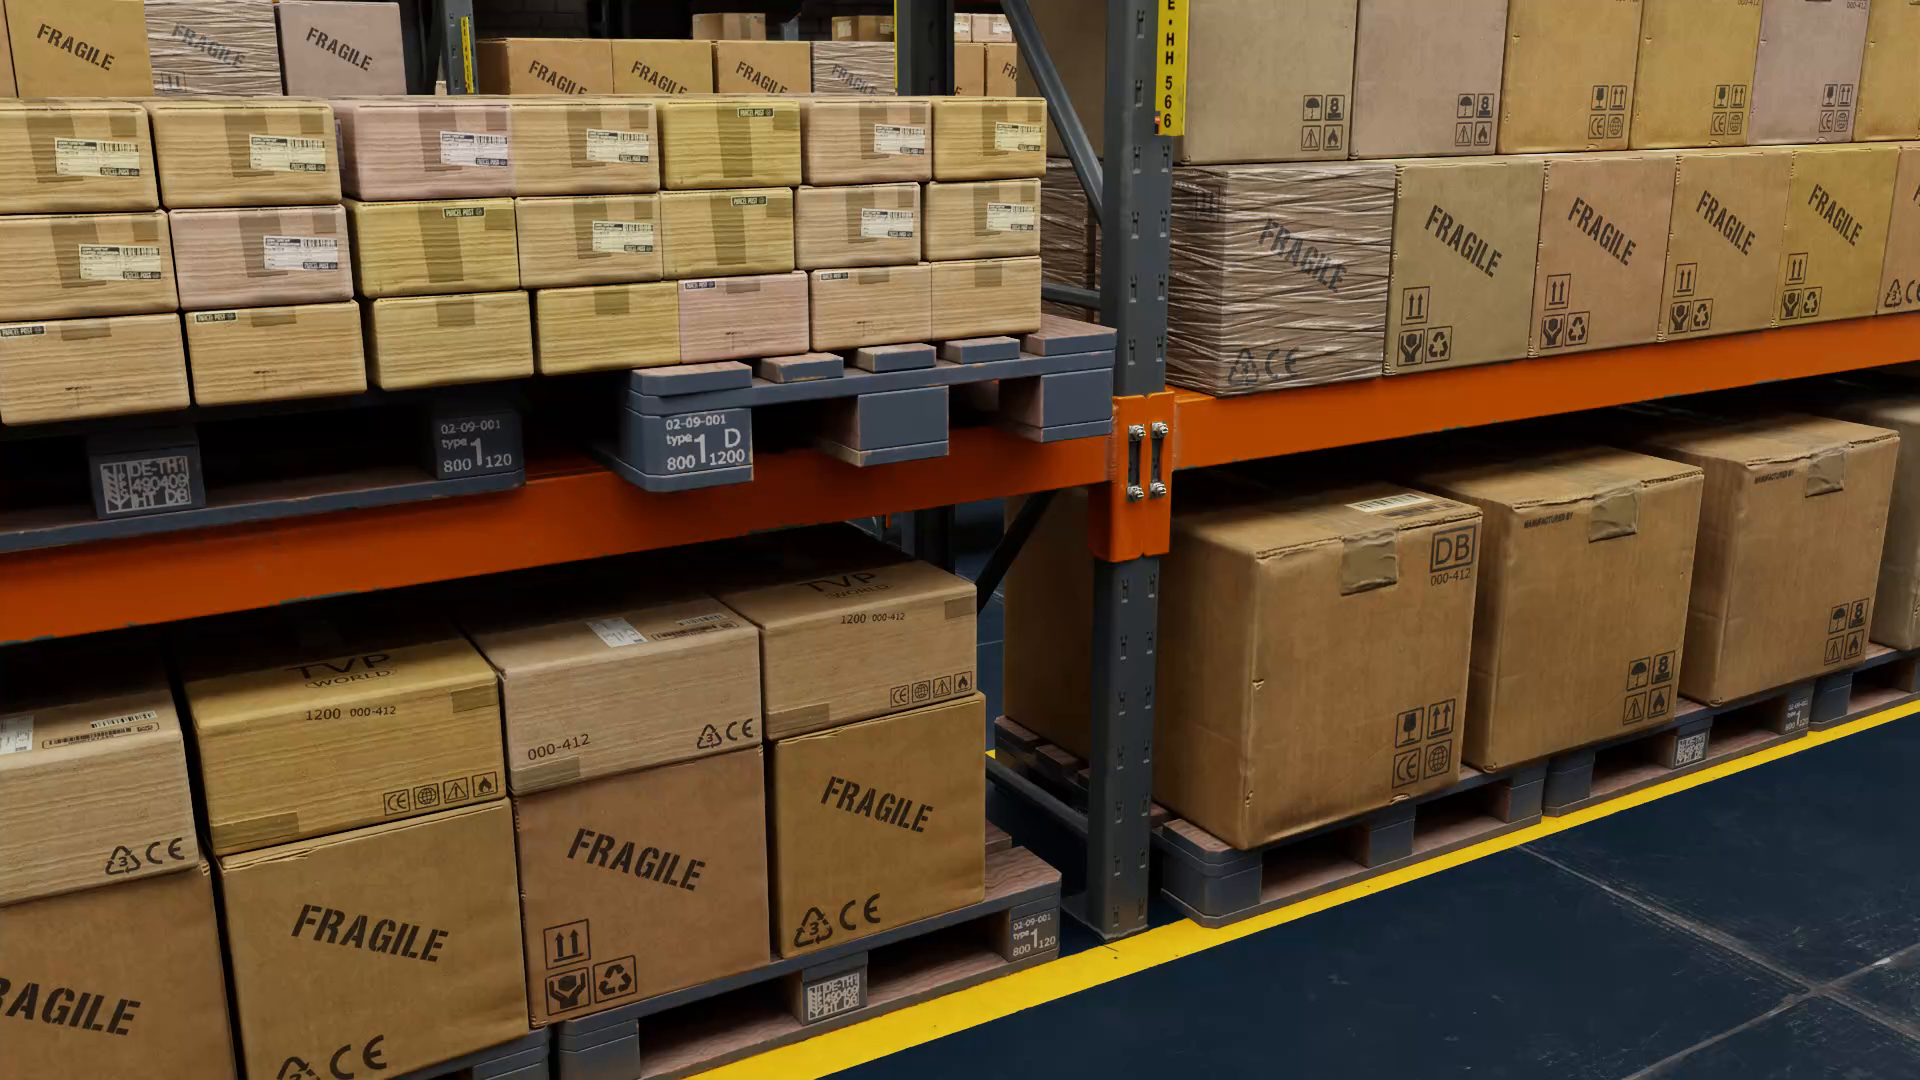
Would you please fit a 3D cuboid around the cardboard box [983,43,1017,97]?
[{"bbox_3d":[0.236,-2.497,9.247,0.500,0.500,0.500,-9,18,-29],"label":"cardboard box"}]

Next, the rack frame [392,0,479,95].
[{"bbox_3d":[-2.490,-1.734,8.040,0.127,3.000,1.000,-9,18,-30],"label":"rack frame"}]

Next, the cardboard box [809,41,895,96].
[{"bbox_3d":[-0.658,-2.354,8.736,0.500,0.500,0.500,-10,19,-32],"label":"cardboard box"}]

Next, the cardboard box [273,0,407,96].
[{"bbox_3d":[-2.799,-2.132,7.419,0.500,0.500,0.500,-10,18,-31],"label":"cardboard box"}]

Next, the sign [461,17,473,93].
[{"bbox_3d":[-2.202,-2.164,7.427,0.005,0.325,0.100,-9,18,-30],"label":"sign"}]

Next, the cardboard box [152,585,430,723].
[{"bbox_3d":[-1.436,0.213,3.555,0.500,0.250,0.500,-9,18,-29],"label":"cardboard box"}]

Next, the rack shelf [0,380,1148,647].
[{"bbox_3d":[-1.569,0.021,3.109,4.000,0.370,1.077,-9,18,-30],"label":"rack shelf"}]

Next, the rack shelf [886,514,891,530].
[{"bbox_3d":[-0.006,-0.305,7.321,1.000,0.278,0.538,-9,18,-30],"label":"rack shelf"}]

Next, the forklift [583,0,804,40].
[{"bbox_3d":[-1.662,-2.587,11.207,3.031,2.935,1.130,-9,18,-30],"label":"forklift"}]

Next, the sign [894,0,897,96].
[{"bbox_3d":[-0.143,-1.289,4.304,0.005,0.325,0.100,-9,18,-30],"label":"sign"}]

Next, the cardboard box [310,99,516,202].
[{"bbox_3d":[-0.916,-0.656,2.777,0.250,0.149,0.380,-9,18,-30],"label":"cardboard box"}]

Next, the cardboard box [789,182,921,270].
[{"bbox_3d":[-0.271,-0.616,3.187,0.250,0.149,0.380,-8,18,-28],"label":"cardboard box"}]

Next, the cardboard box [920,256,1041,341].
[{"bbox_3d":[-0.041,-0.509,3.357,0.250,0.149,0.380,-9,18,-29],"label":"cardboard box"}]

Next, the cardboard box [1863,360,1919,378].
[{"bbox_3d":[4.149,-0.410,6.472,0.875,0.875,0.875,-9,18,-29],"label":"cardboard box"}]

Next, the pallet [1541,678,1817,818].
[{"bbox_3d":[1.905,0.479,5.310,1.213,0.211,1.003,-9,18,-30],"label":"pallet"}]

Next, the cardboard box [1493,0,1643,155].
[{"bbox_3d":[1.407,-1.335,4.578,0.500,0.500,0.700,-10,18,-31],"label":"cardboard box"}]

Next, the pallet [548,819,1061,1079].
[{"bbox_3d":[-0.525,0.848,3.994,1.213,0.211,1.003,-9,18,-30],"label":"pallet"}]

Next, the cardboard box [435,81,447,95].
[{"bbox_3d":[-3.972,-3.337,12.371,0.250,0.149,0.380,-9,18,-29],"label":"cardboard box"}]

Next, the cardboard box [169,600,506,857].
[{"bbox_3d":[-1.177,0.333,3.130,0.500,0.250,0.500,-9,18,-28],"label":"cardboard box"}]

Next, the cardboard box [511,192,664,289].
[{"bbox_3d":[-0.710,-0.544,2.930,0.250,0.149,0.380,-9,18,-30],"label":"cardboard box"}]

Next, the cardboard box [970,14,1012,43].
[{"bbox_3d":[0.075,-2.781,9.057,0.250,0.149,0.380,-10,18,-31],"label":"cardboard box"}]

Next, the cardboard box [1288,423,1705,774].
[{"bbox_3d":[1.461,0.092,4.915,0.750,0.750,1.050,-9,18,-29],"label":"cardboard box"}]

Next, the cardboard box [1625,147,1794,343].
[{"bbox_3d":[1.964,-0.861,4.740,0.500,0.500,0.500,-9,18,-30],"label":"cardboard box"}]

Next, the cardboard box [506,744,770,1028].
[{"bbox_3d":[-0.731,0.622,3.488,0.500,0.500,0.500,-8,18,-27],"label":"cardboard box"}]

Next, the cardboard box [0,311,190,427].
[{"bbox_3d":[-1.375,-0.294,2.588,0.250,0.149,0.380,-10,19,-32],"label":"cardboard box"}]

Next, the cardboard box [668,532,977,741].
[{"bbox_3d":[-0.306,0.193,3.628,0.500,0.250,0.500,-10,18,-31],"label":"cardboard box"}]

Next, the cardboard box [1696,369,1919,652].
[{"bbox_3d":[3.088,-0.171,5.853,0.750,0.750,1.050,-9,18,-30],"label":"cardboard box"}]

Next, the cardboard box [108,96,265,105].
[{"bbox_3d":[-1.476,-0.768,3.179,0.250,0.149,0.380,-9,18,-28],"label":"cardboard box"}]

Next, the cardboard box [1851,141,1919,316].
[{"bbox_3d":[2.831,-1.003,5.244,0.500,0.500,0.500,-9,18,-30],"label":"cardboard box"}]

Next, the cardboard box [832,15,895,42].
[{"bbox_3d":[-0.525,-2.838,9.260,0.250,0.149,0.380,-8,18,-27],"label":"cardboard box"}]

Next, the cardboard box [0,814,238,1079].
[{"bbox_3d":[-1.619,0.763,2.983,0.500,0.500,0.500,-9,18,-29],"label":"cardboard box"}]

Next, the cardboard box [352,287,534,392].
[{"bbox_3d":[-0.920,-0.368,2.852,0.250,0.149,0.380,-10,19,-32],"label":"cardboard box"}]

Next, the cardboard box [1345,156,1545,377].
[{"bbox_3d":[1.104,-0.723,4.245,0.500,0.500,0.500,-9,18,-30],"label":"cardboard box"}]

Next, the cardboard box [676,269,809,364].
[{"bbox_3d":[-0.475,-0.440,3.108,0.250,0.149,0.380,-9,18,-29],"label":"cardboard box"}]

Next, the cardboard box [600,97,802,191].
[{"bbox_3d":[-0.480,-0.726,3.027,0.250,0.149,0.380,-9,18,-28],"label":"cardboard box"}]

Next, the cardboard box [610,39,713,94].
[{"bbox_3d":[-1.543,-2.211,8.226,0.500,0.500,0.500,-8,18,-27],"label":"cardboard box"}]

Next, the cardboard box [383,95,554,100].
[{"bbox_3d":[-1.019,-0.844,3.447,0.250,0.149,0.380,-10,19,-32],"label":"cardboard box"}]

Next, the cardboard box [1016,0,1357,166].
[{"bbox_3d":[0.535,-1.193,4.070,0.500,0.500,0.700,-9,18,-30],"label":"cardboard box"}]

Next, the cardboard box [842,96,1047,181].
[{"bbox_3d":[-0.039,-0.797,3.280,0.250,0.149,0.380,-10,19,-32],"label":"cardboard box"}]

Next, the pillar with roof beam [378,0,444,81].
[{"bbox_3d":[-2.180,-5.165,9.162,0.400,9.000,9.100,-9,18,-30],"label":"pillar with roof beam"}]

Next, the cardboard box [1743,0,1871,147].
[{"bbox_3d":[2.278,-1.476,5.081,0.500,0.500,0.700,-9,18,-29],"label":"cardboard box"}]

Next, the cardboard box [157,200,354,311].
[{"bbox_3d":[-1.148,-0.474,2.679,0.250,0.149,0.380,-9,18,-28],"label":"cardboard box"}]

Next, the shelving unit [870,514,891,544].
[{"bbox_3d":[-0.006,-0.541,7.255,1.048,1.125,0.538,-9,18,-30],"label":"shelving unit"}]

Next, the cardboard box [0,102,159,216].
[{"bbox_3d":[-1.372,-0.581,2.512,0.250,0.149,0.380,-9,18,-28],"label":"cardboard box"}]

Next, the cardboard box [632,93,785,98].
[{"bbox_3d":[-0.579,-0.913,3.696,0.250,0.149,0.380,-10,18,-31],"label":"cardboard box"}]

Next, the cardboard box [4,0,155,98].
[{"bbox_3d":[-3.664,-1.991,6.917,0.500,0.500,0.500,-9,18,-30],"label":"cardboard box"}]

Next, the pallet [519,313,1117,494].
[{"bbox_3d":[-0.411,-0.387,3.589,1.003,0.211,1.213,-9,18,-30],"label":"pallet"}]

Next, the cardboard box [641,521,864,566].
[{"bbox_3d":[-0.570,0.077,4.042,0.500,0.250,0.500,-10,19,-32],"label":"cardboard box"}]
